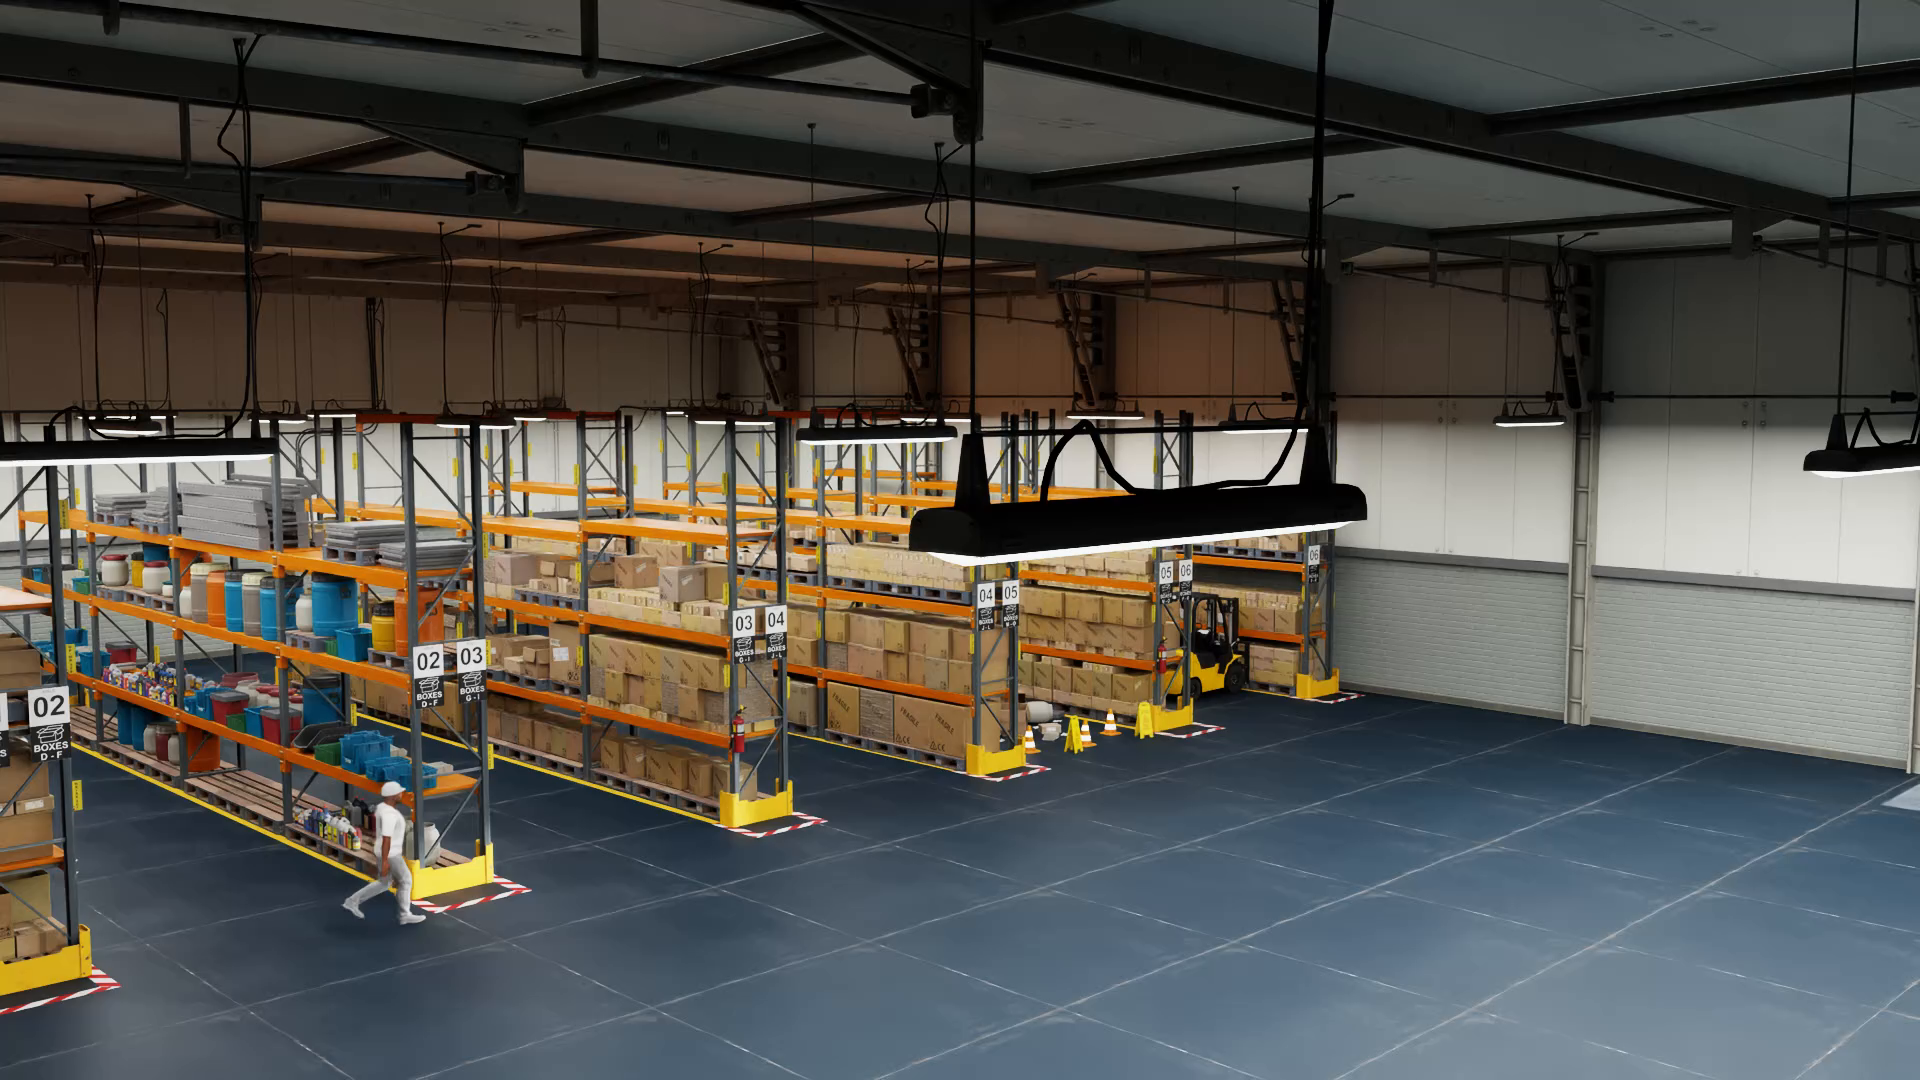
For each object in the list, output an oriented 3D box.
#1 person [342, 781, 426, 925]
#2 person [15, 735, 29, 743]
[{"bbox_3d":[-6.885,3.741,19.823,0.931,1.728,0.615,-2,5,-22],"label":"person"},{"bbox_3d":[-13.611,3.409,24.001,1.041,1.619,0.598,4,6,36],"label":"person"}]
